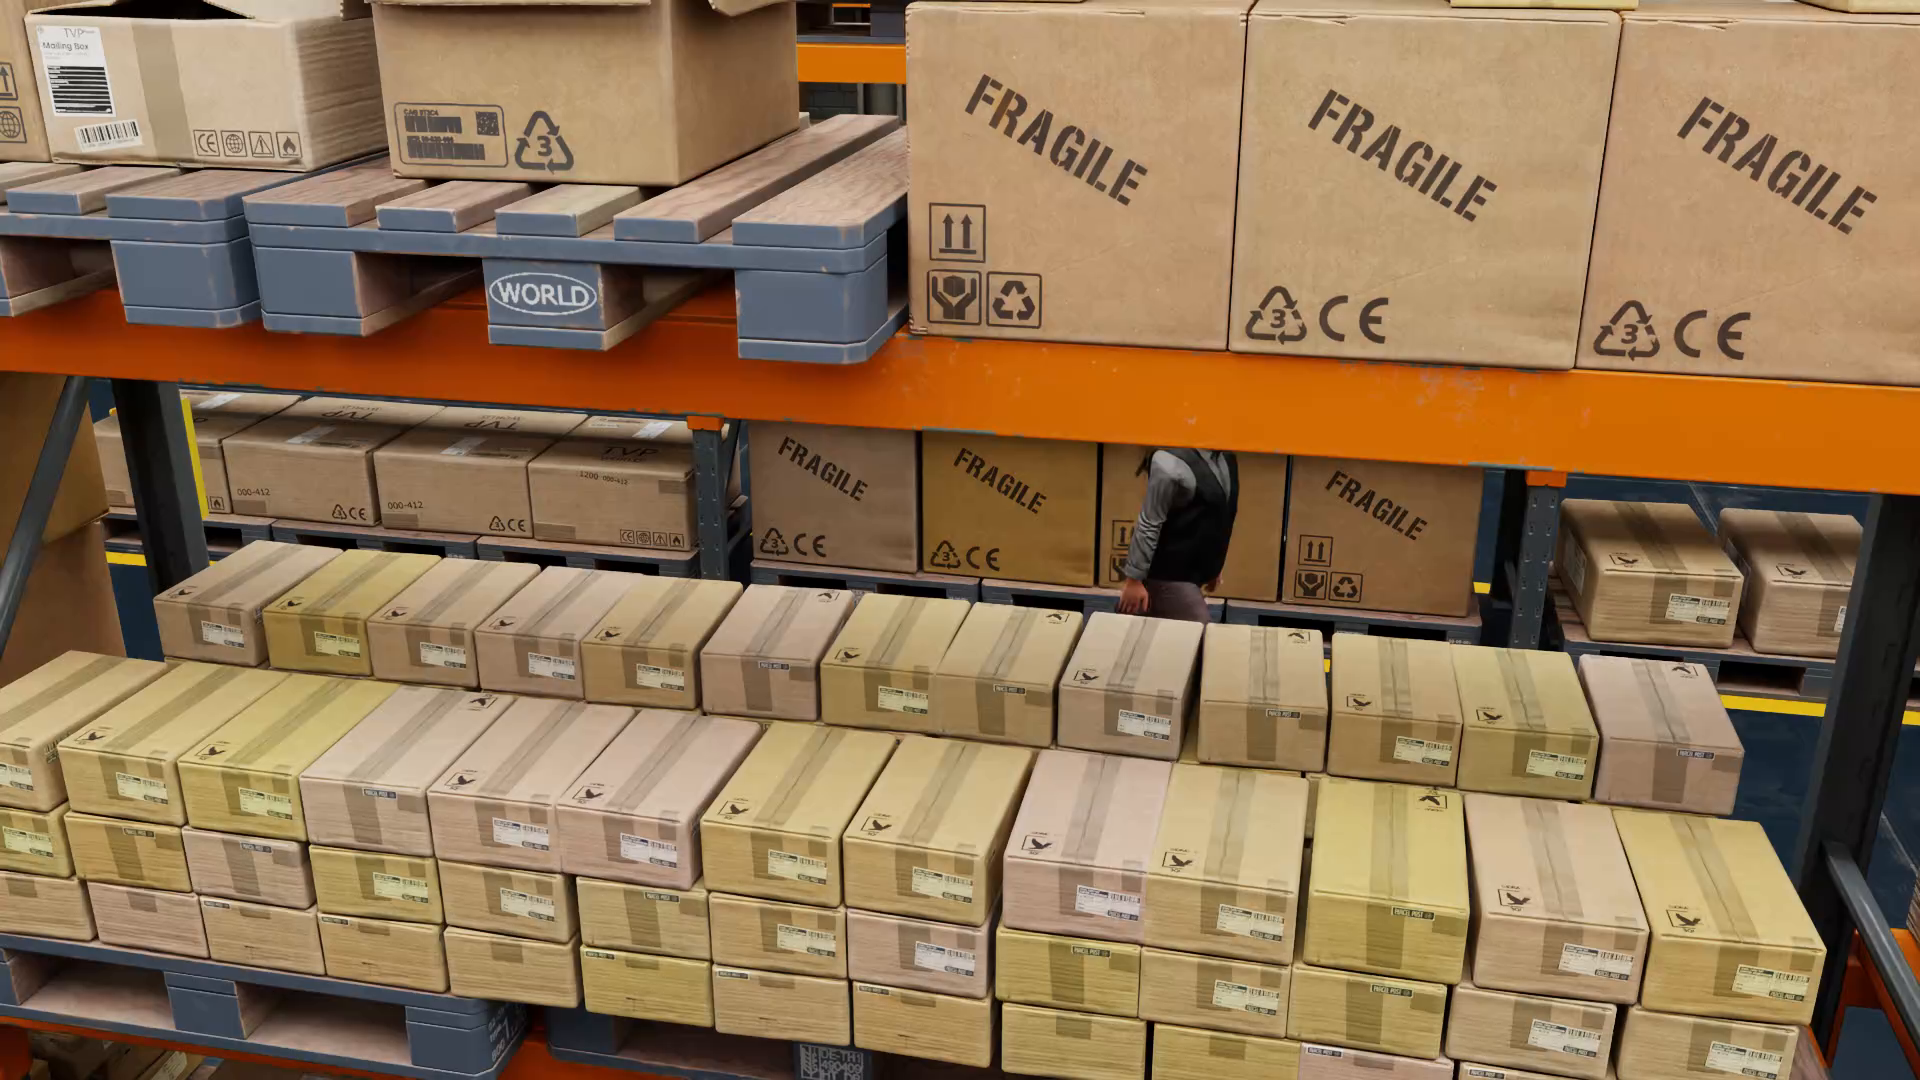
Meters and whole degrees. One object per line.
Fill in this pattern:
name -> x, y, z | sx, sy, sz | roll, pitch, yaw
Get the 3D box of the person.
person -> 0.899, 0.119, 6.880 | 0.963, 1.671, 0.570 | 13, 25, 29
